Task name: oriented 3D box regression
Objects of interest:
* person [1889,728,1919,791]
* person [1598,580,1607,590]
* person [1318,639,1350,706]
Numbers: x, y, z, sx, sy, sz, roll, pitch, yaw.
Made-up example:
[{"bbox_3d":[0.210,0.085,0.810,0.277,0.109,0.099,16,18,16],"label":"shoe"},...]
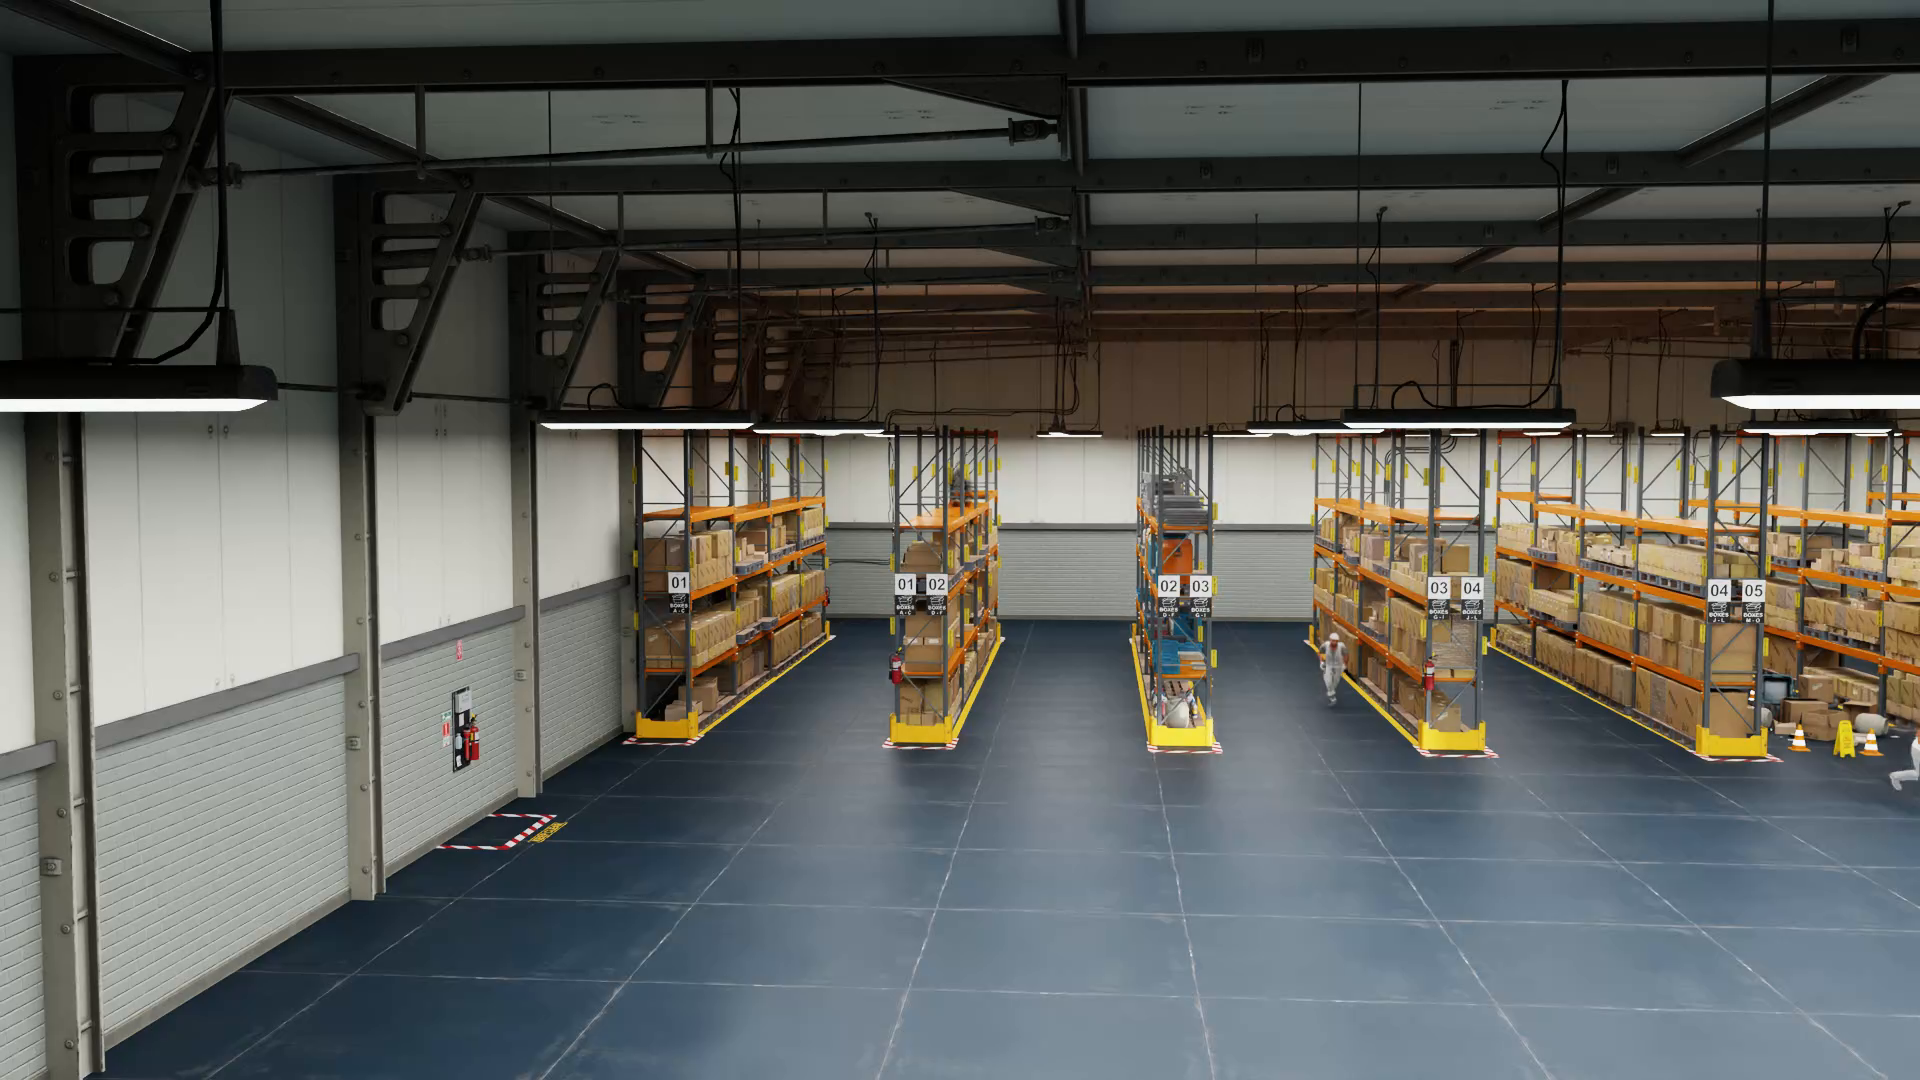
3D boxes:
[{"bbox_3d":[15.228,3.375,26.278,0.610,1.624,0.944,-3,4,-39],"label":"person"},{"bbox_3d":[18.625,1.987,48.143,0.846,1.734,0.419,0,3,-2],"label":"person"},{"bbox_3d":[8.092,2.794,36.028,0.663,1.573,1.038,1,3,11],"label":"person"}]
